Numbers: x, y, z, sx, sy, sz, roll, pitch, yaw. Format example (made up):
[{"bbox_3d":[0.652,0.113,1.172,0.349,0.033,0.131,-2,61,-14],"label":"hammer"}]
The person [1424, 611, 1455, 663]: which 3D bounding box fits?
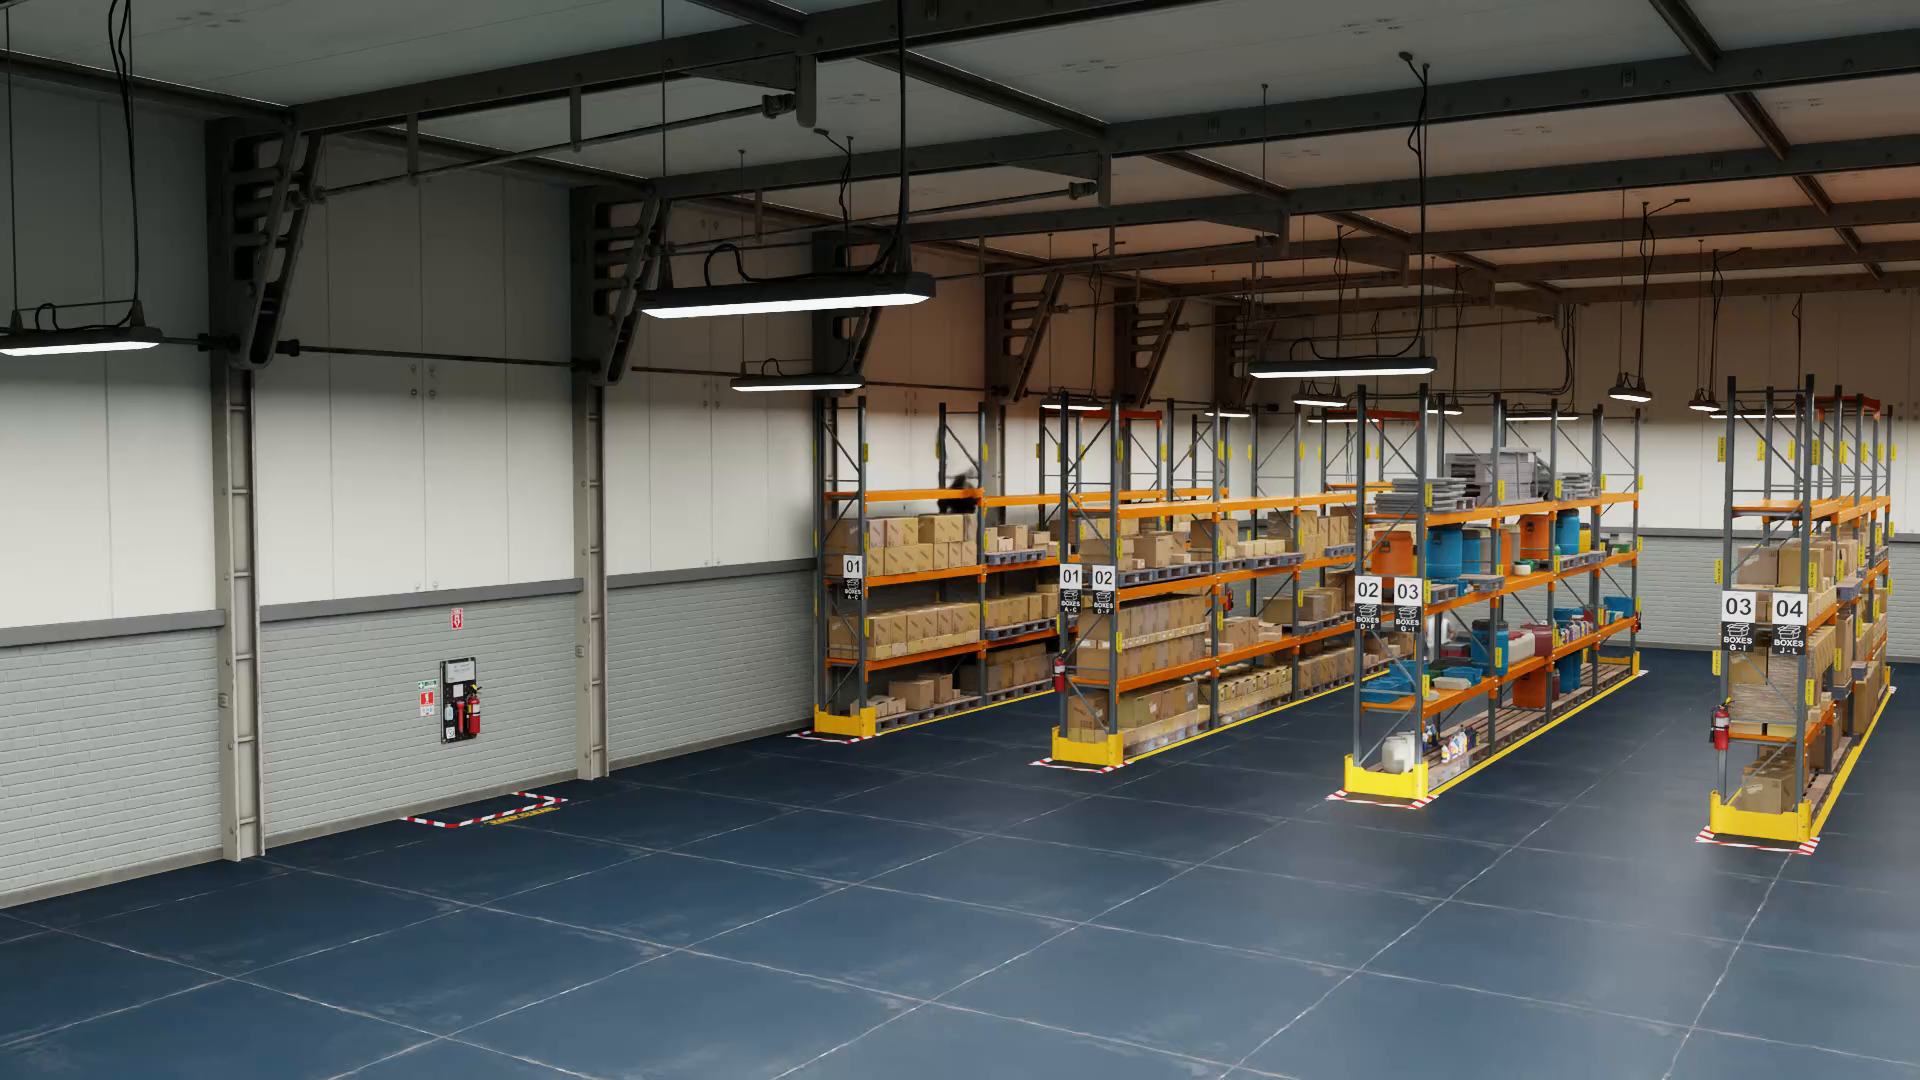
[{"bbox_3d":[10.196,2.278,35.470,0.681,1.753,0.726,1,3,19],"label":"person"}]
